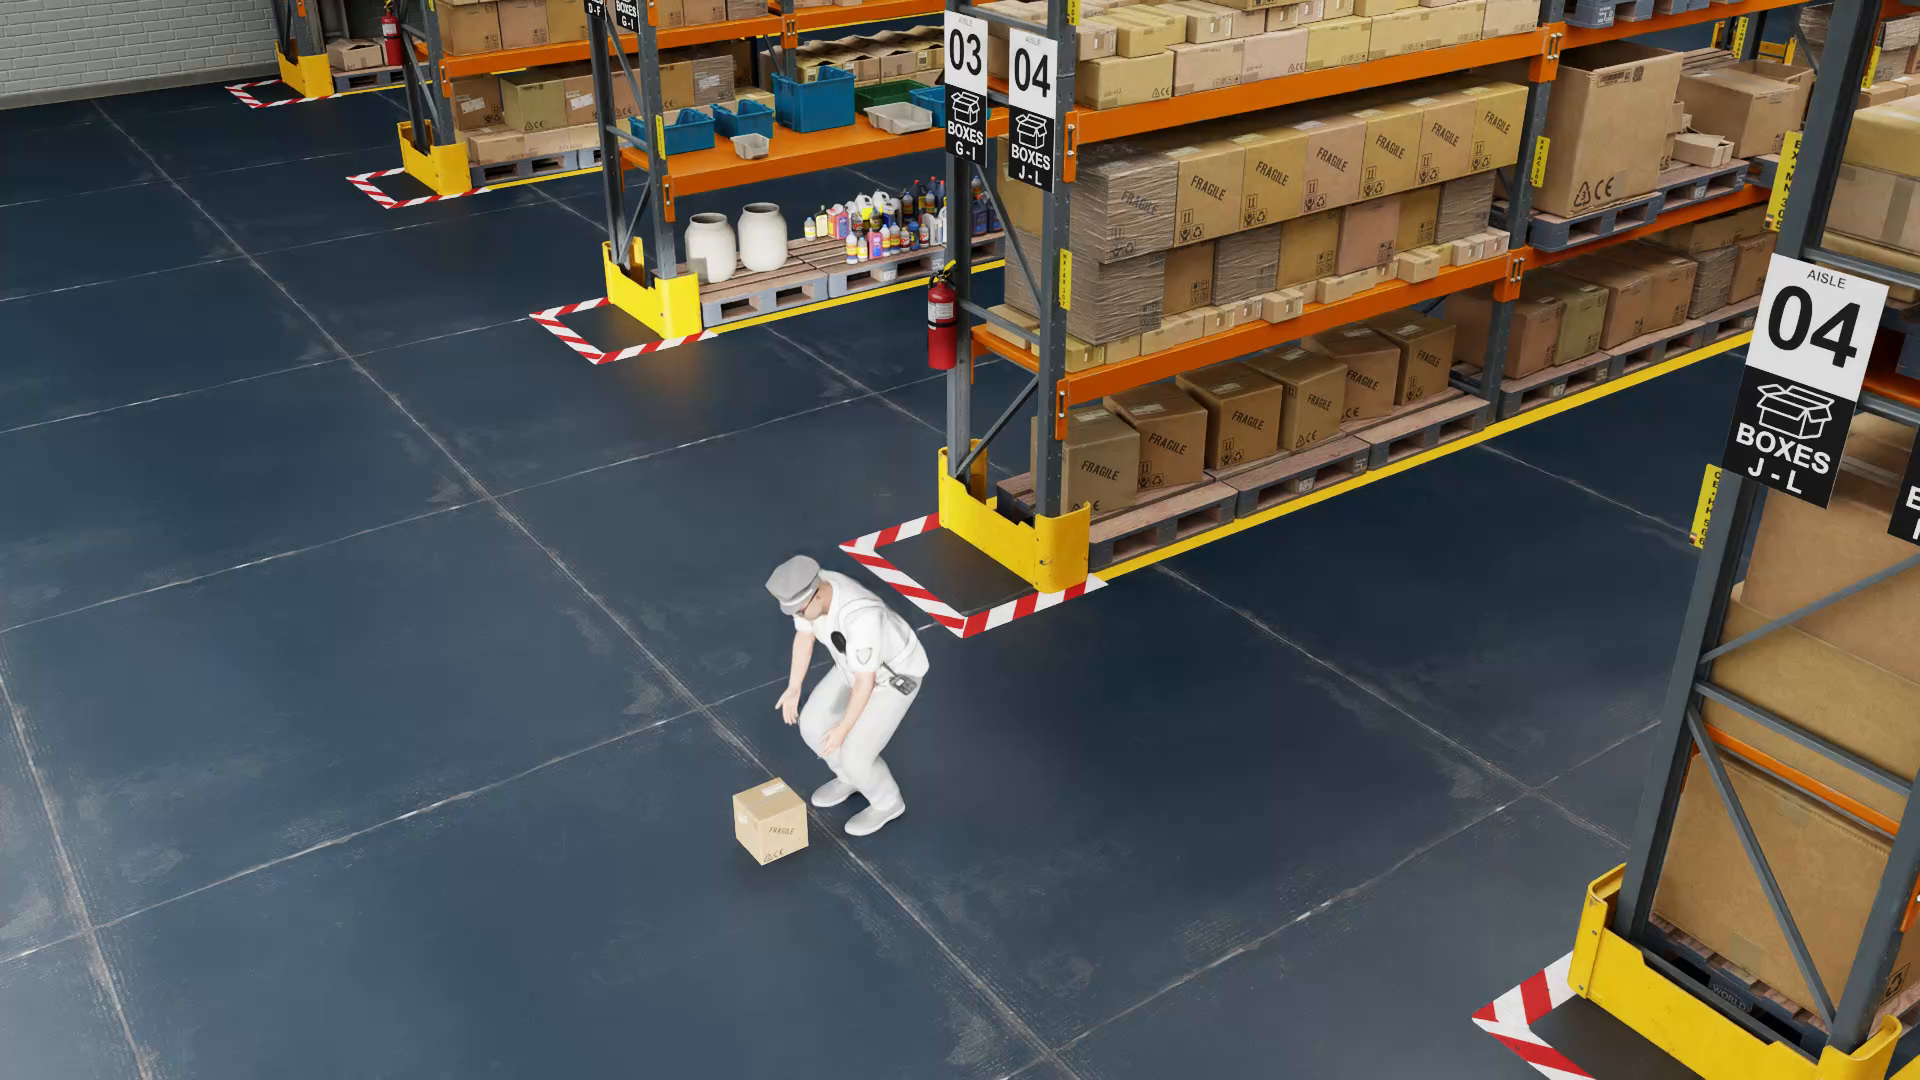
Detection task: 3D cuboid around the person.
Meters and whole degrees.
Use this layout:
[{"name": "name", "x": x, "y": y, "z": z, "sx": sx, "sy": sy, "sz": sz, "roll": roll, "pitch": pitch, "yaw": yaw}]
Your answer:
[{"name": "person", "x": -0.505, "y": 0.679, "z": 7.669, "sx": 0.772, "sy": 1.468, "sz": 0.589, "roll": -19, "pitch": 33, "yaw": -30}]
